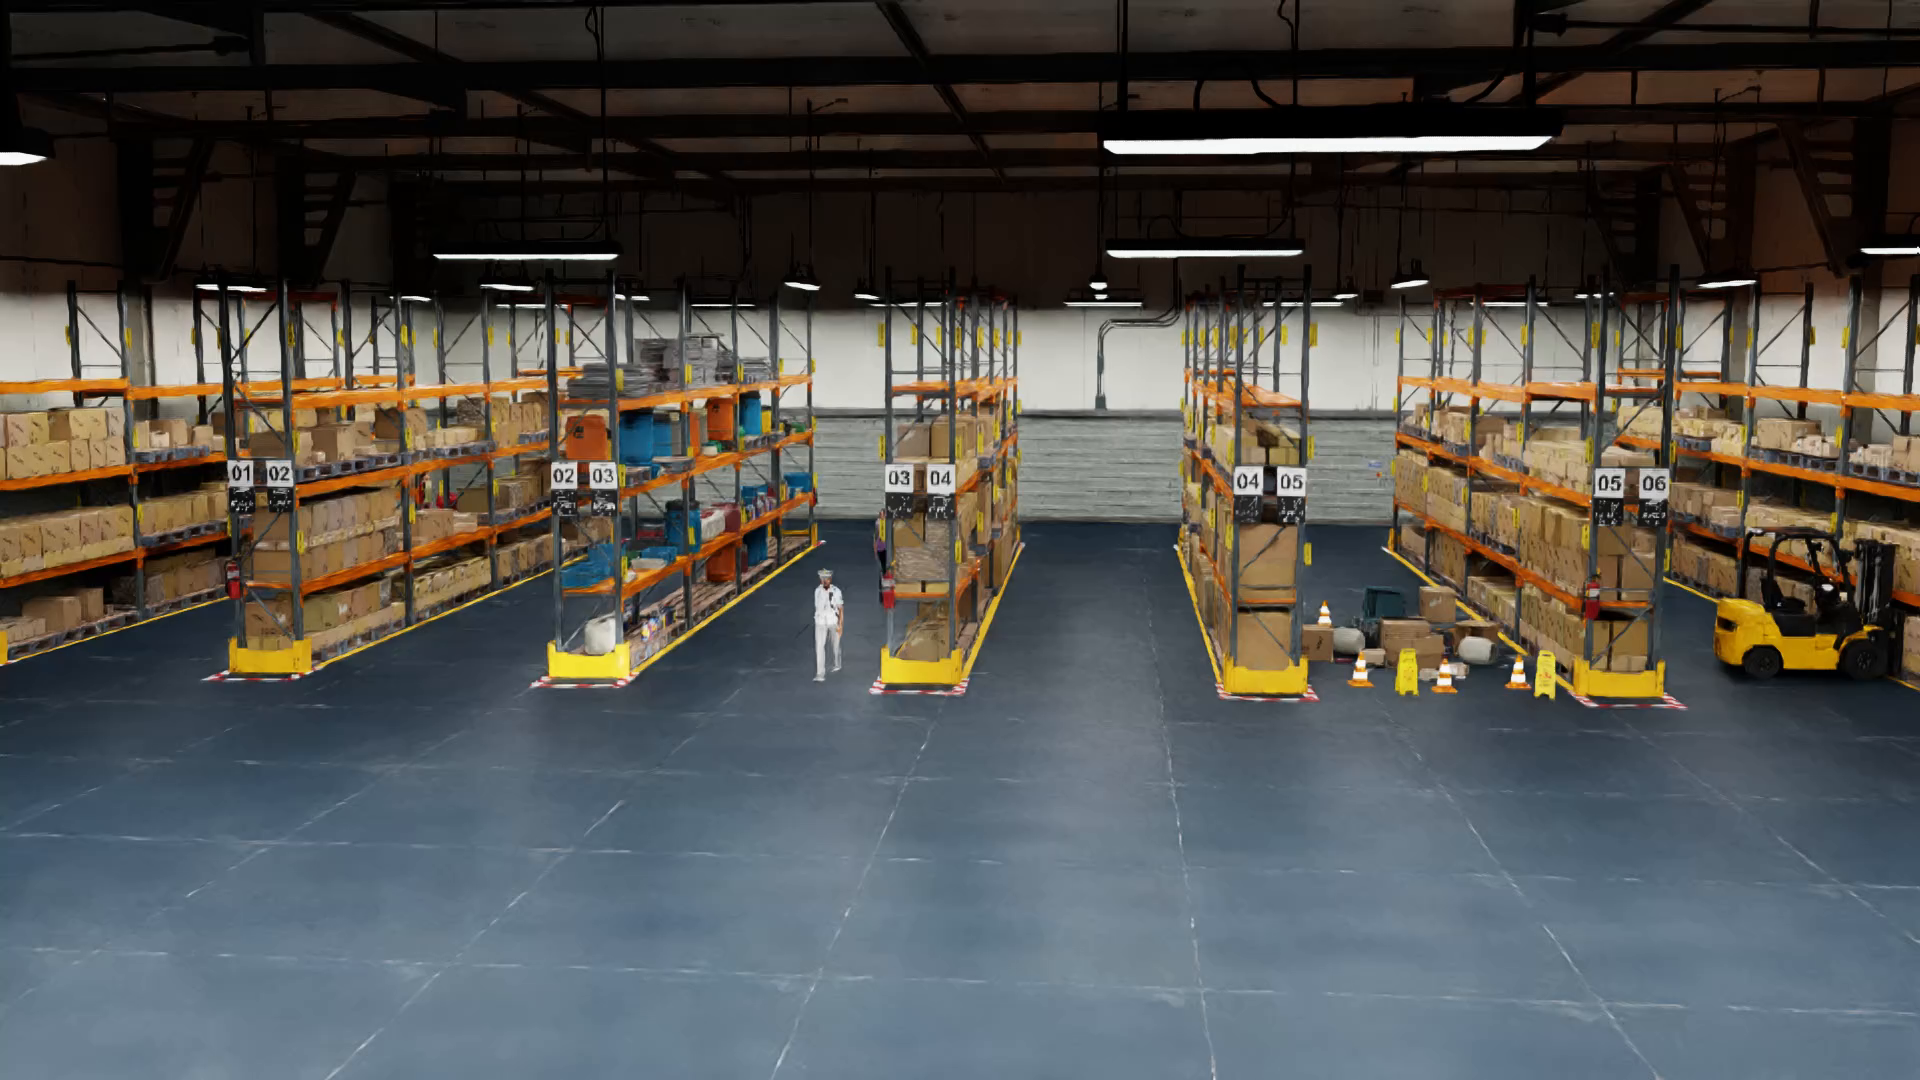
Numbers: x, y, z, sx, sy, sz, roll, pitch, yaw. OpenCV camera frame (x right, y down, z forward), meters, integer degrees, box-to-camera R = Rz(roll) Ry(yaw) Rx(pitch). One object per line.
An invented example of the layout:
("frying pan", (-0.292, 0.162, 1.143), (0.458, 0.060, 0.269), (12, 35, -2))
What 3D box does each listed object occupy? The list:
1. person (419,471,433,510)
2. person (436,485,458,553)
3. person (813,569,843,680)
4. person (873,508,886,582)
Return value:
("person", (-13.630, -0.968, 42.347), (0.507, 1.678, 0.487), (6, 9, 41))
("person", (-11.891, -0.515, 38.595), (0.542, 1.645, 1.126), (1, 7, 8))
("person", (-1.930, 1.216, 24.525), (0.461, 1.626, 0.998), (1, 7, 7))
("person", (-1.449, 0.120, 31.710), (0.417, 1.501, 1.035), (1, 7, 8))
